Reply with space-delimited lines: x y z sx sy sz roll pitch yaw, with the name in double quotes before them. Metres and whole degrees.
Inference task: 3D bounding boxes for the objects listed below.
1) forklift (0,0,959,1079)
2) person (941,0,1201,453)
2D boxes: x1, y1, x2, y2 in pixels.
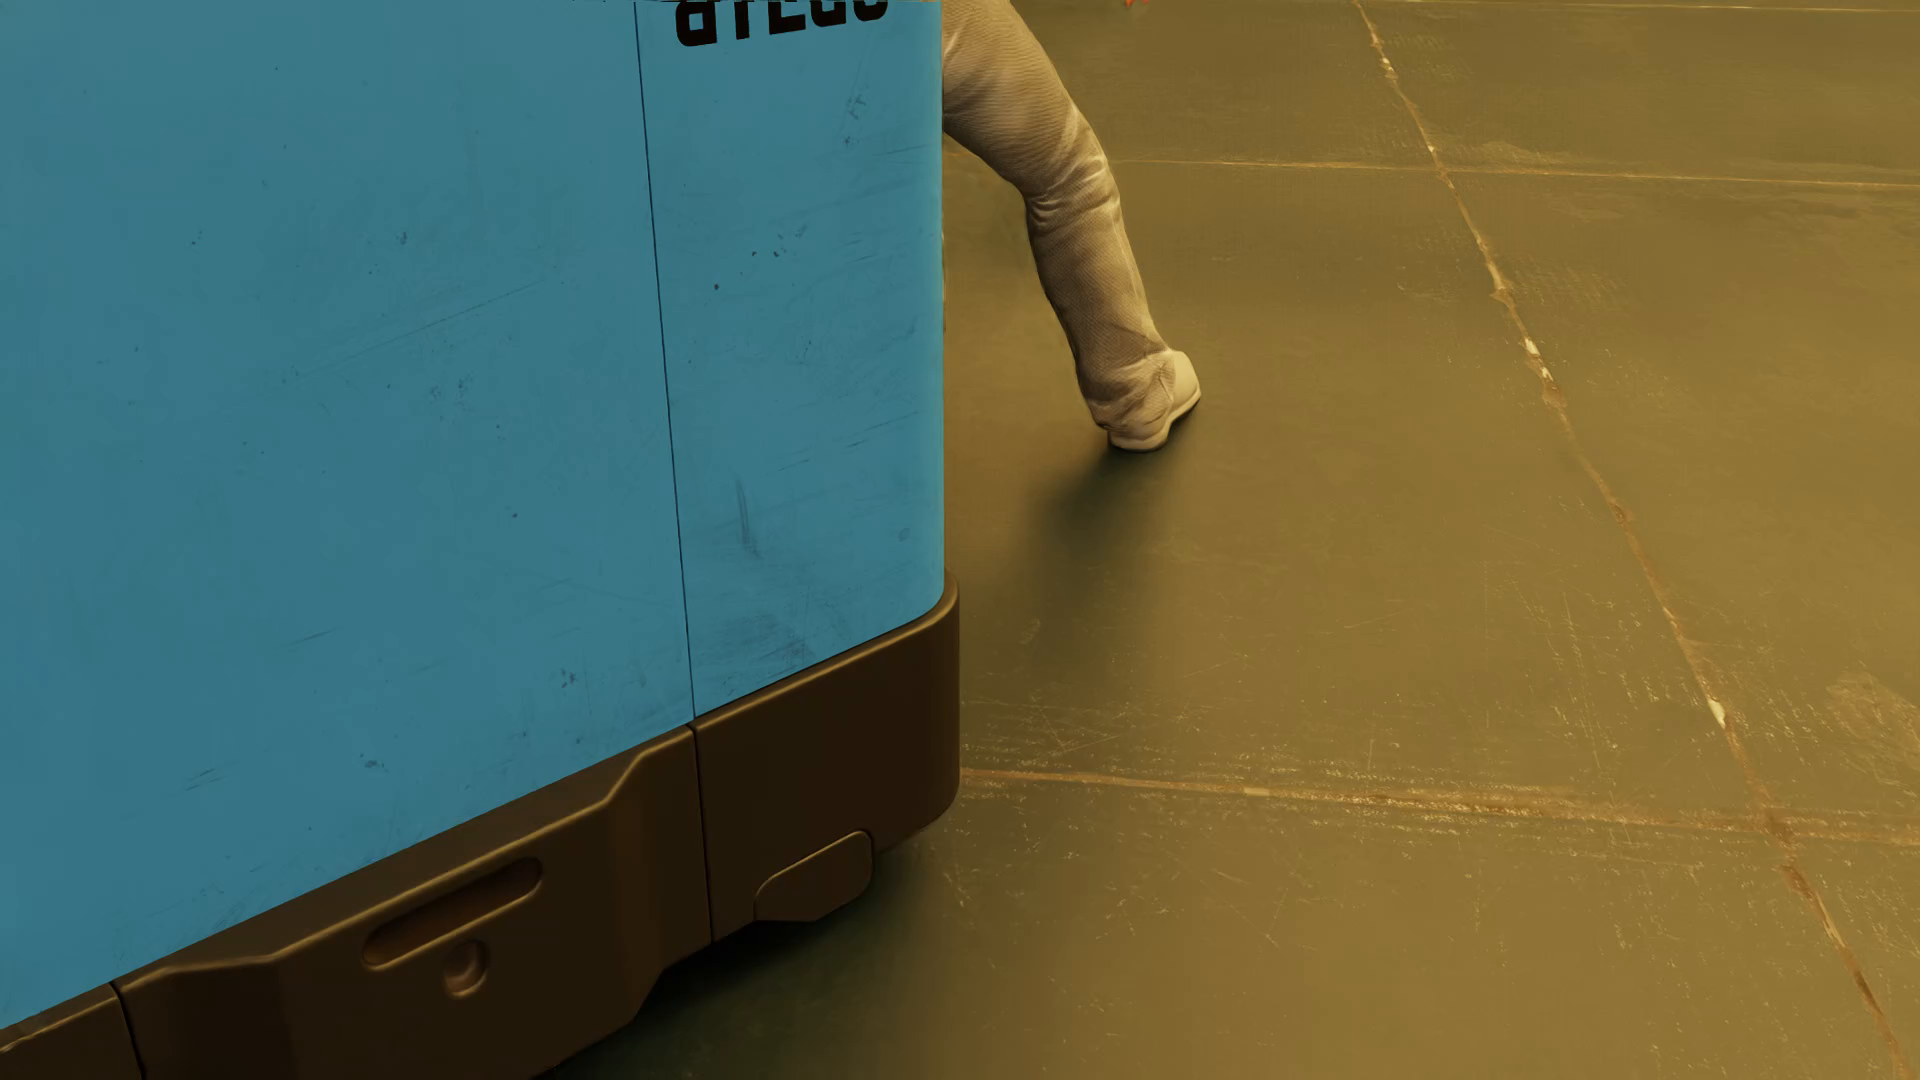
"forklift" -1.422 -0.690 0.600 3.031 2.935 1.130 -23 34 -38
"person" -0.032 -0.899 2.481 0.778 1.644 0.695 9 28 18
